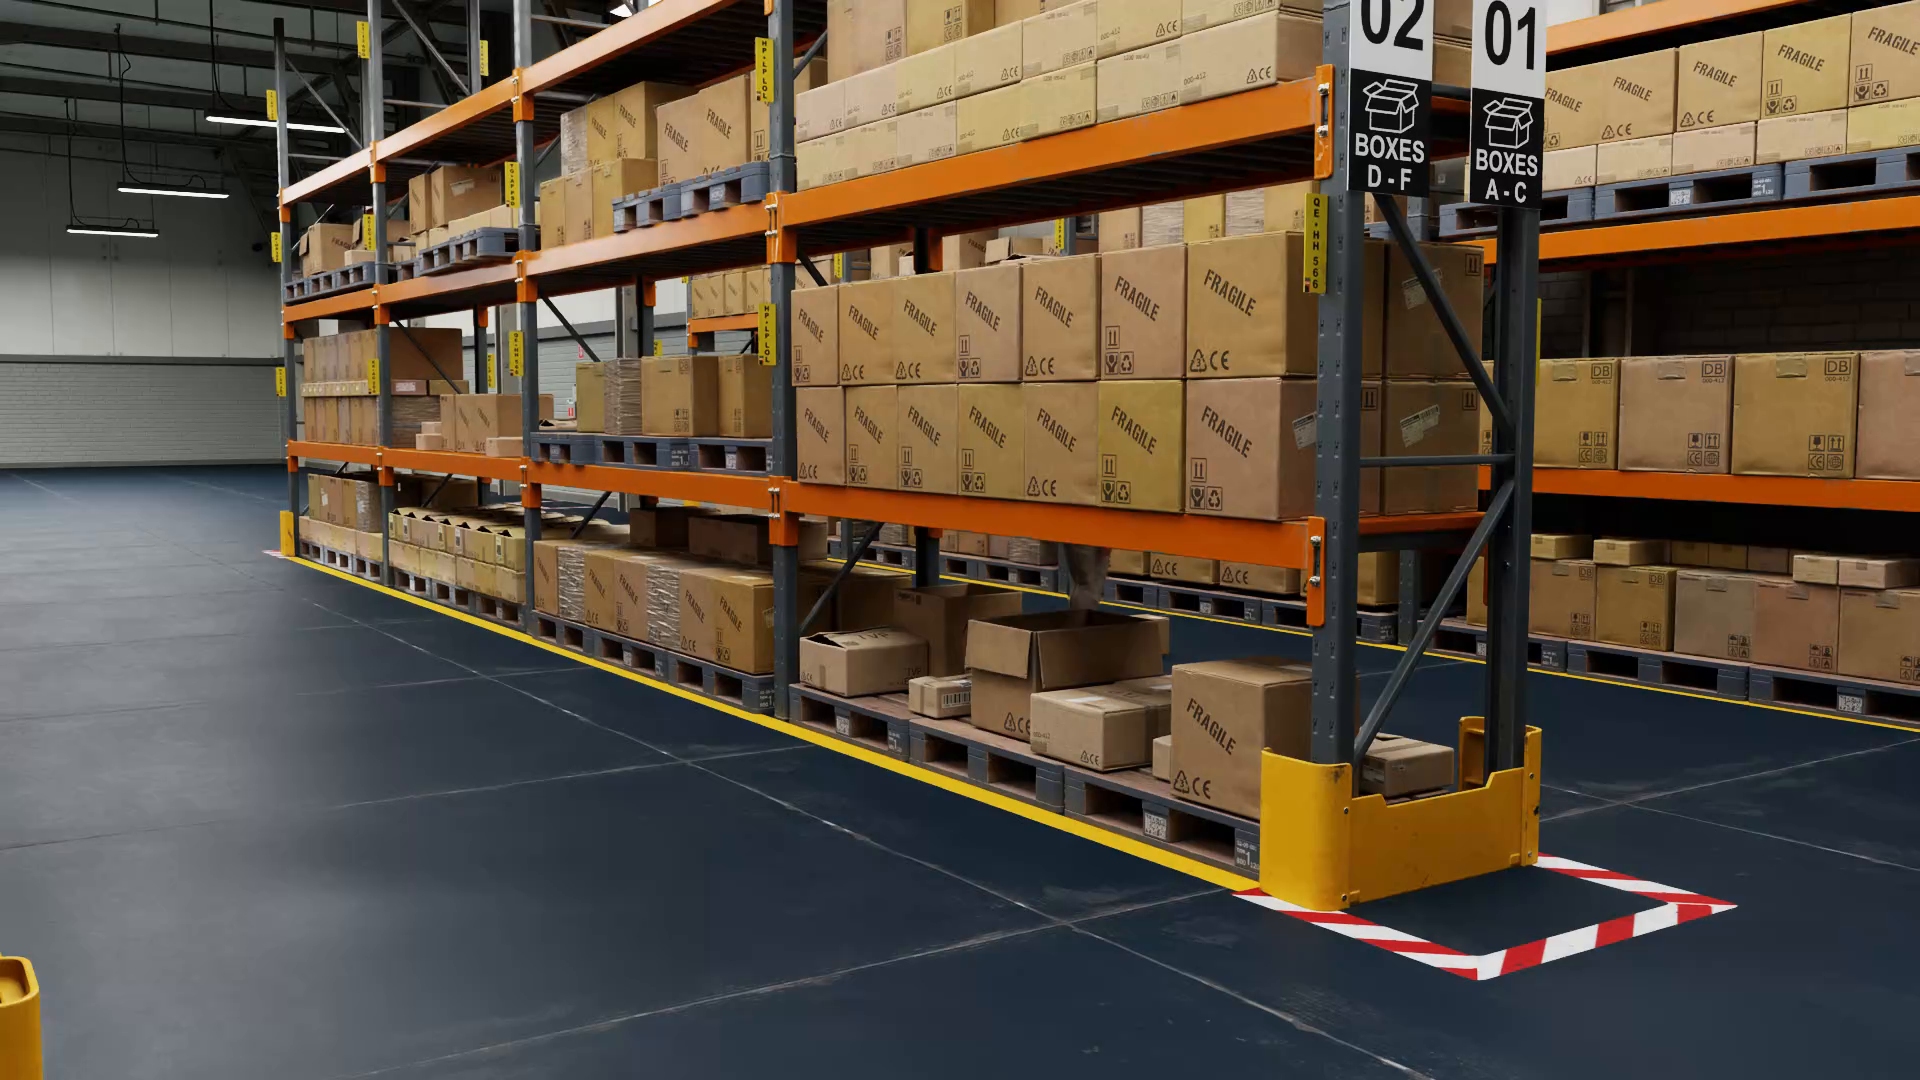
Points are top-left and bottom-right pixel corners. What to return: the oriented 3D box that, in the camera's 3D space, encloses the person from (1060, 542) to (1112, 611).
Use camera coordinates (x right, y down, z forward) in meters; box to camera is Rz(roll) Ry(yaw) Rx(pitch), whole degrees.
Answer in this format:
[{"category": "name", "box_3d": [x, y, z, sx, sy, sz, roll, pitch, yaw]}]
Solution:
[{"category": "person", "box_3d": [0.920, -0.051, 11.148, 0.493, 1.759, 0.579, -2, 5, -24]}]
